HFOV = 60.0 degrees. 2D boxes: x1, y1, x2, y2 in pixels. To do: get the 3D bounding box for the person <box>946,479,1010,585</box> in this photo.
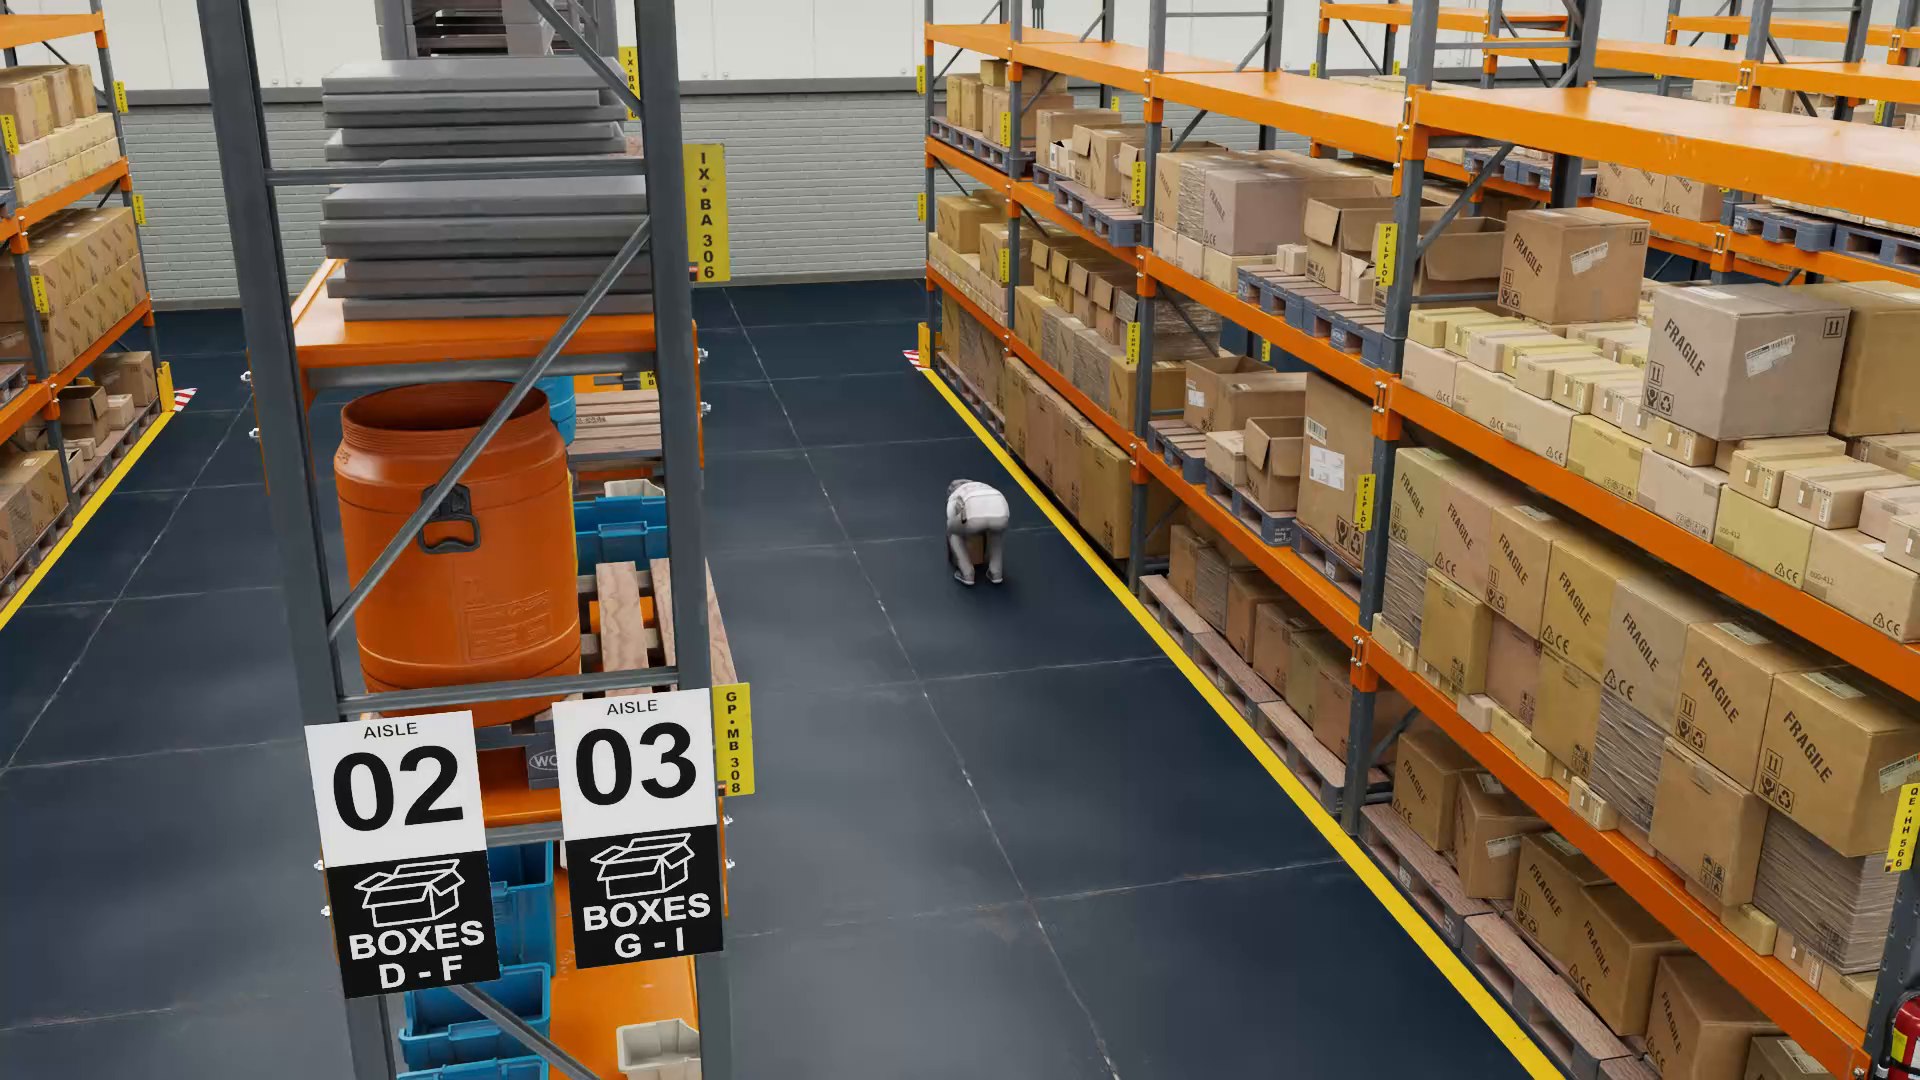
[{"bbox_3d":[0.120,-0.088,13.895,0.469,0.822,0.920,-5,20,-14],"label":"person"}]
